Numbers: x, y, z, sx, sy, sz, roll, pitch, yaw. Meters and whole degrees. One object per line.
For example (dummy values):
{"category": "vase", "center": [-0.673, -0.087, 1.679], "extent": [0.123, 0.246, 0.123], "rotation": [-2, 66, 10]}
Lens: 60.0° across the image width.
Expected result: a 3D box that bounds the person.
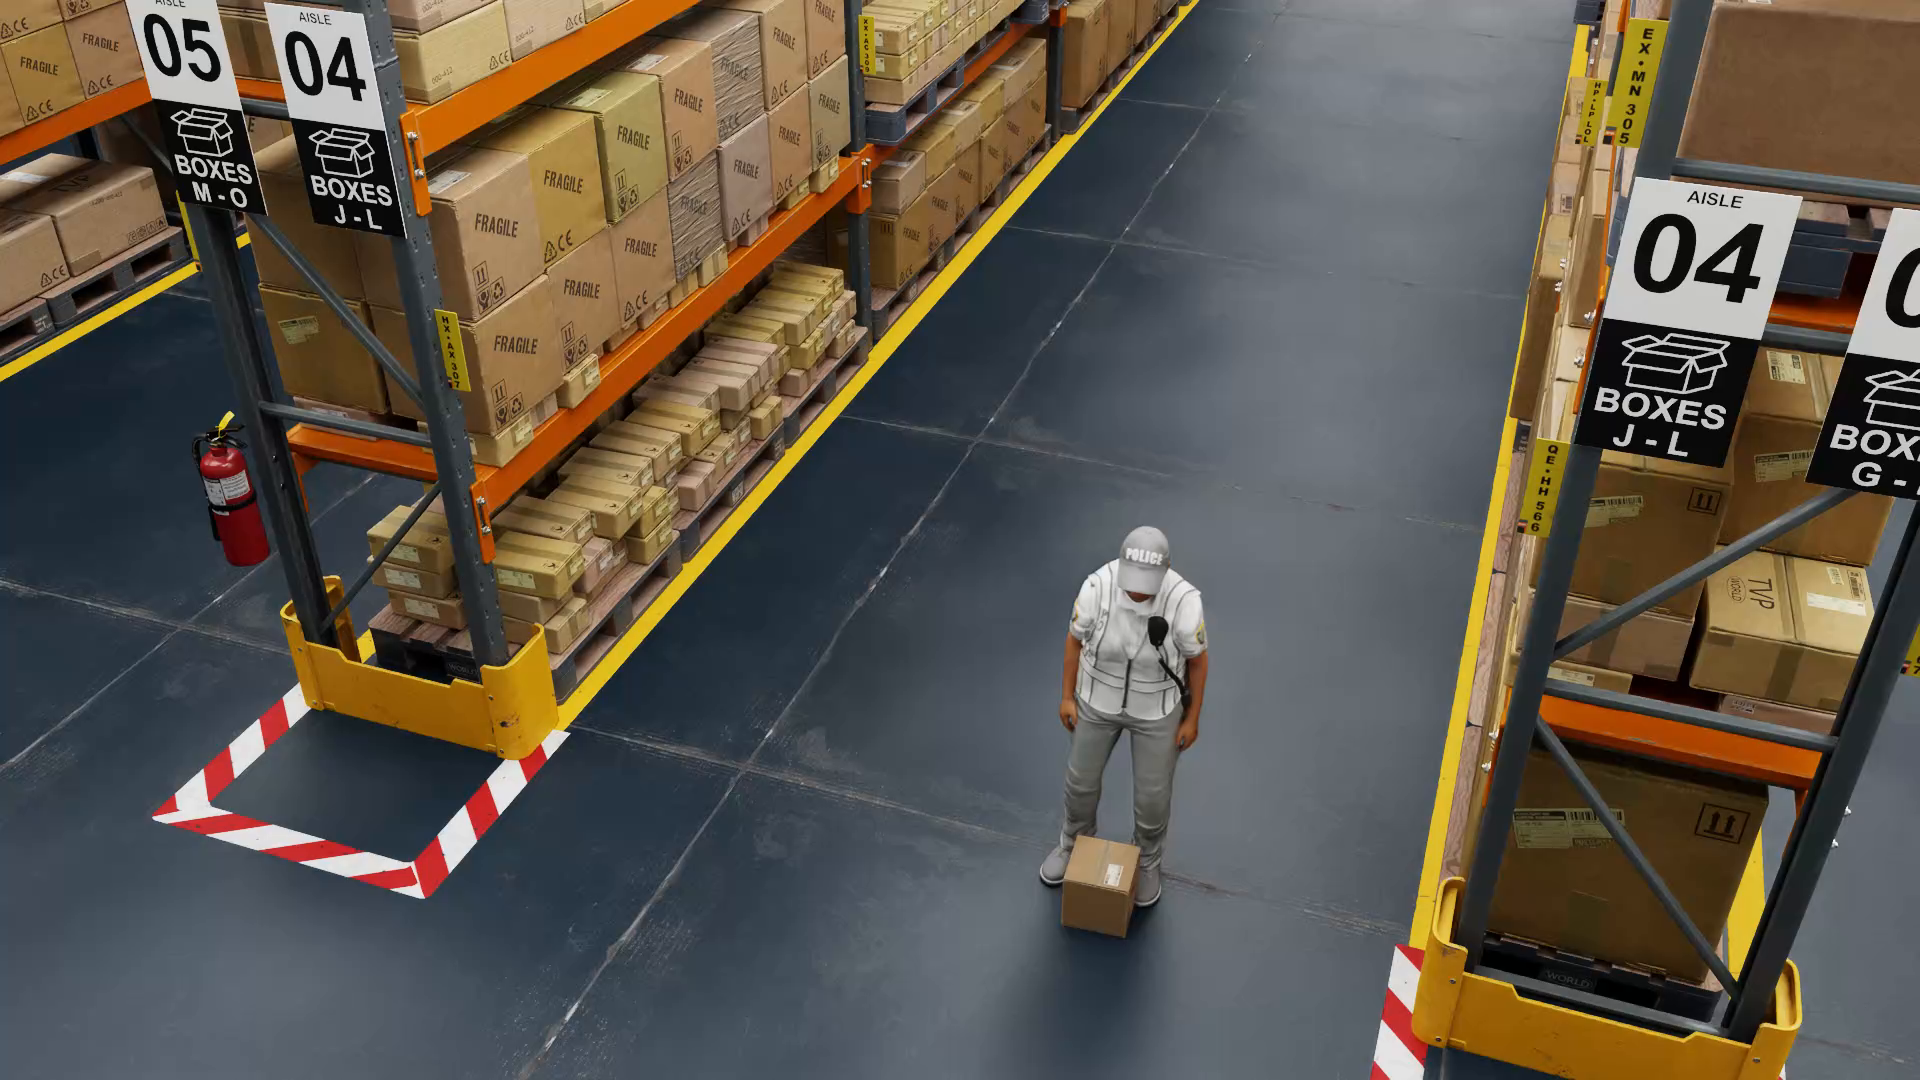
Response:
{"category": "person", "center": [0.615, 0.629, 6.182], "extent": [0.563, 1.665, 0.470], "rotation": [9, 35, 13]}
